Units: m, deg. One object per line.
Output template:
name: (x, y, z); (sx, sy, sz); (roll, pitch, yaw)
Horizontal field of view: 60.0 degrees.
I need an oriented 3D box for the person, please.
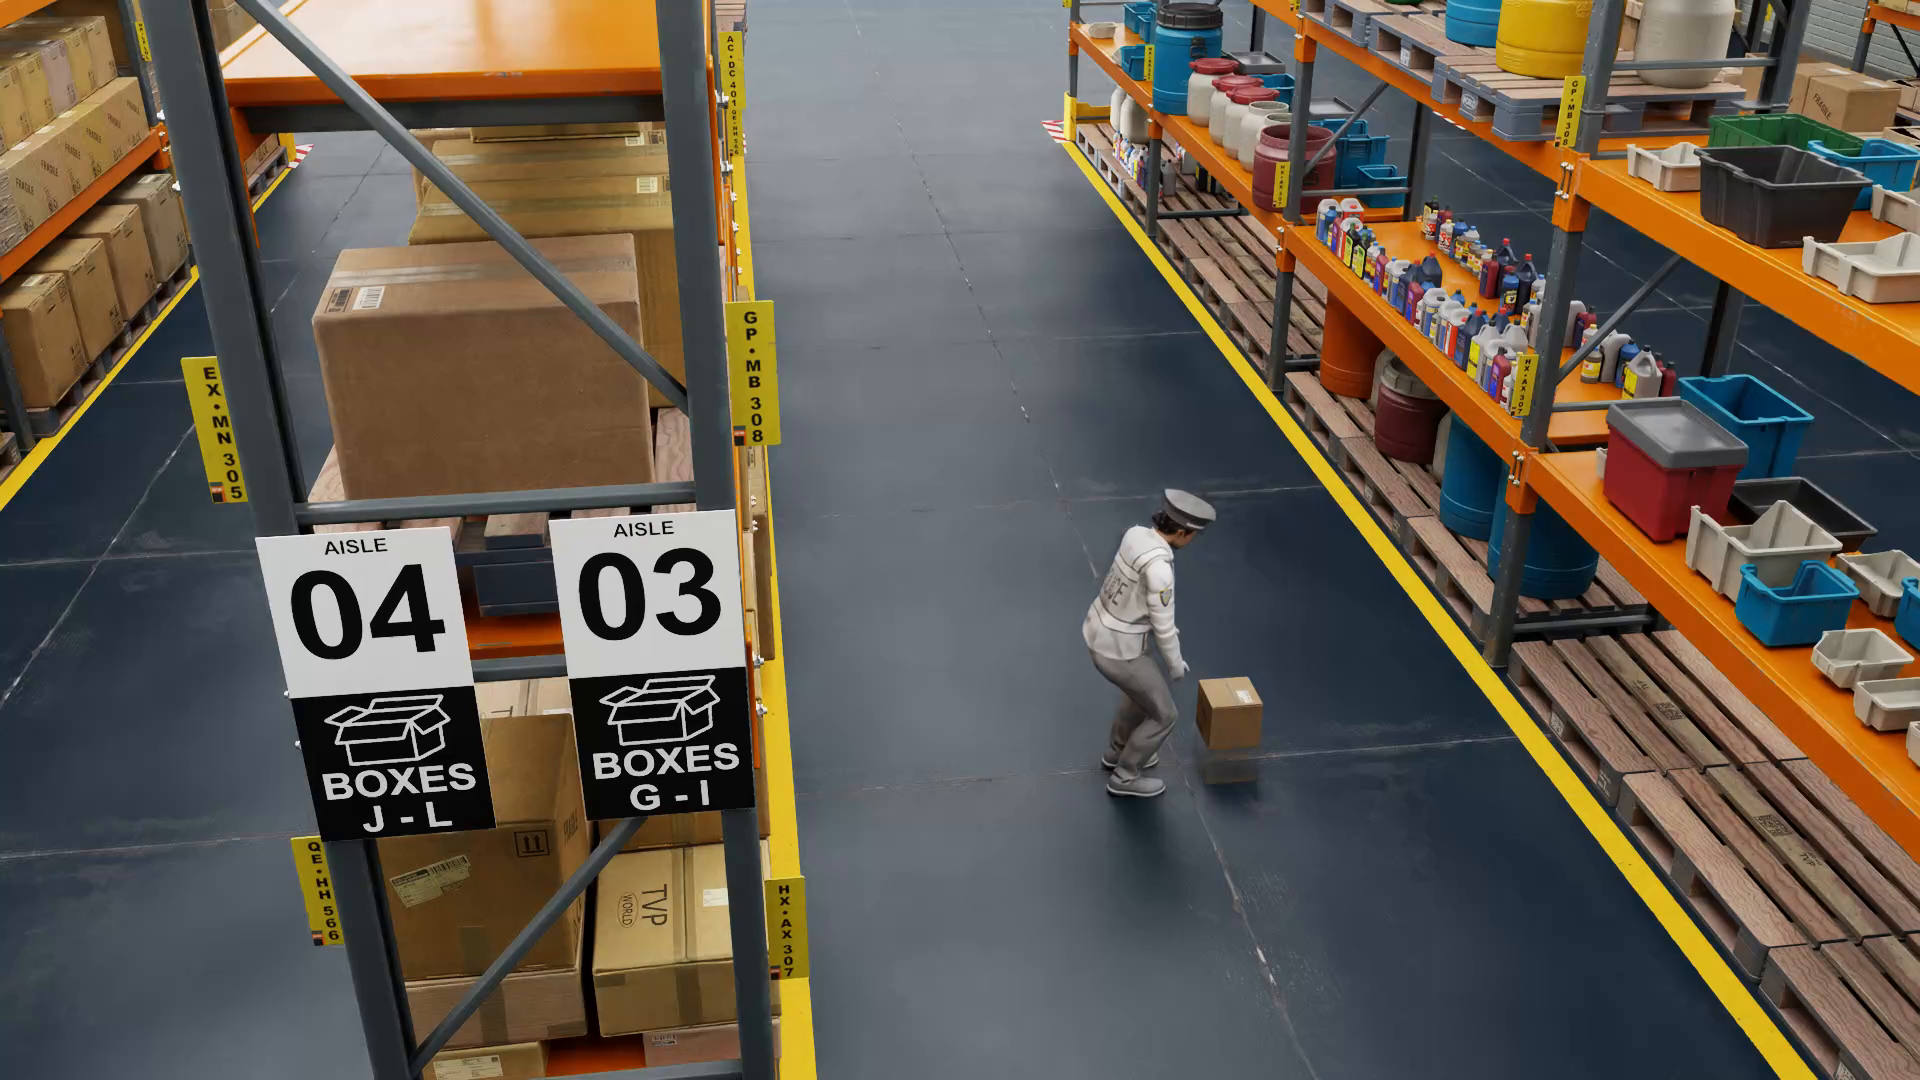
person: (0.871, 0.478, 7.861); (0.591, 1.522, 0.526); (-3, 28, -6)
